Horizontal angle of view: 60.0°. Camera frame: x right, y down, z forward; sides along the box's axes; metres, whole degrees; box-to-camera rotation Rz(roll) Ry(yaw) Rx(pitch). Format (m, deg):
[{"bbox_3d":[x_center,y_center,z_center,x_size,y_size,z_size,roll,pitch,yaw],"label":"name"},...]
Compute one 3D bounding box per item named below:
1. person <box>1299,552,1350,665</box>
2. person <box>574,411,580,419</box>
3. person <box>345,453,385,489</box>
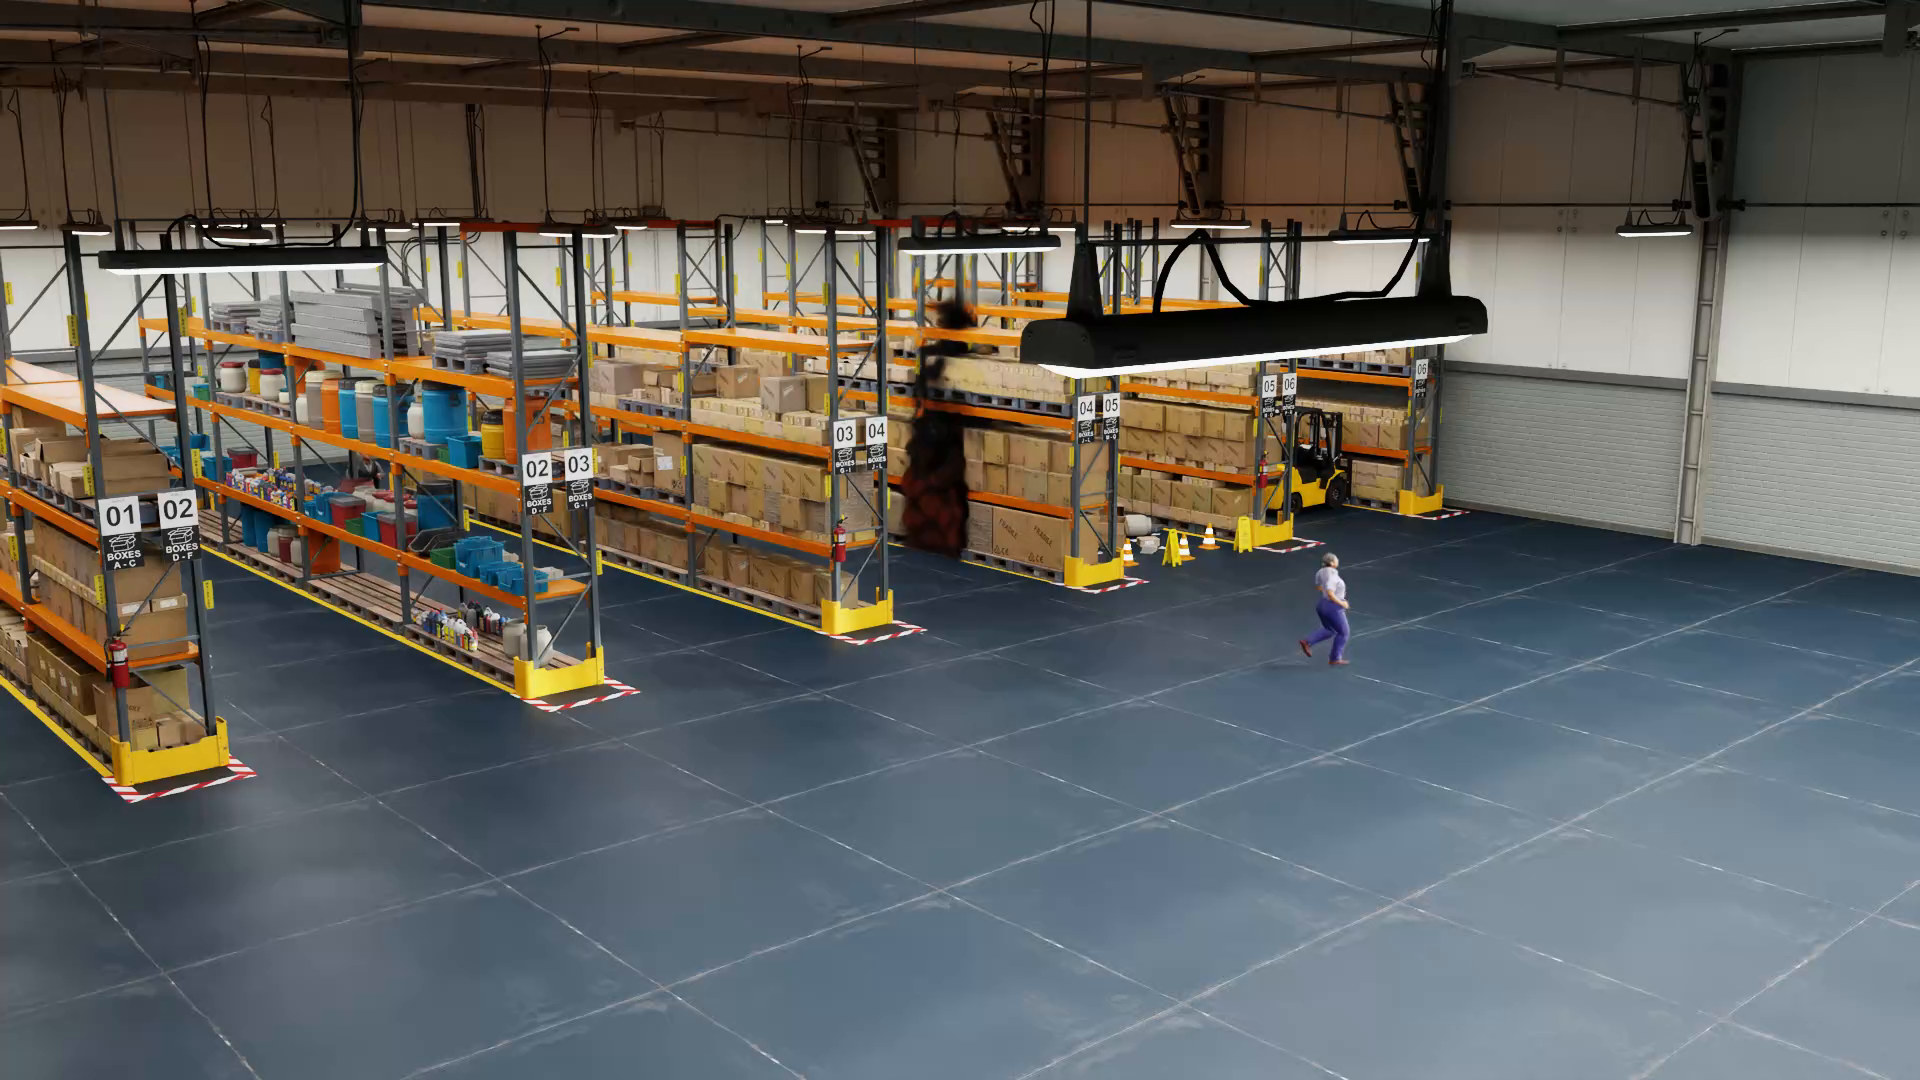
[{"bbox_3d":[5.102,0.958,23.079,0.688,1.598,0.613,-2,12,-11],"label":"person"},{"bbox_3d":[-9.268,-2.531,40.246,0.576,1.671,0.828,5,12,23],"label":"person"},{"bbox_3d":[-11.358,-0.913,31.890,0.953,1.728,0.645,10,15,42],"label":"person"}]
